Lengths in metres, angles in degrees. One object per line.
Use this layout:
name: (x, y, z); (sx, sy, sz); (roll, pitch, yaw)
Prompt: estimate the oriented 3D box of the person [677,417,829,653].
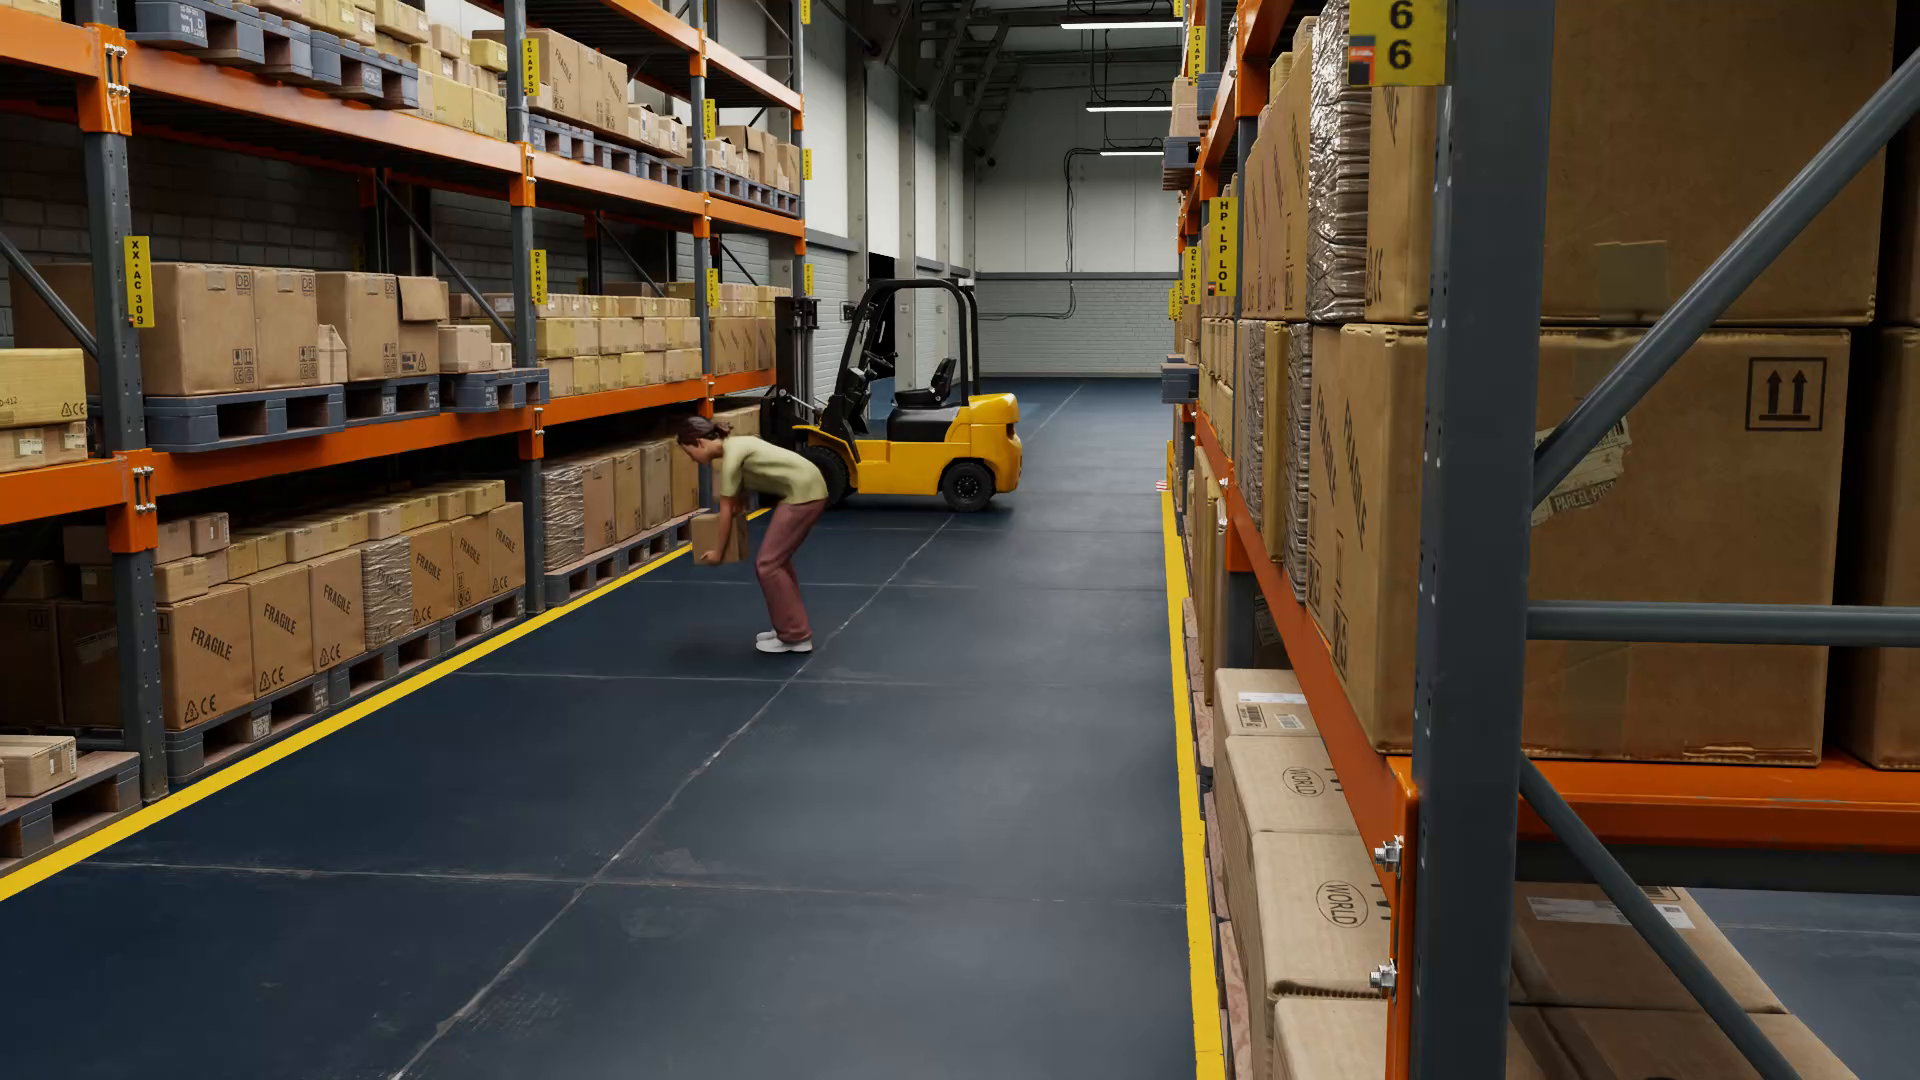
person: (-1.129, -0.036, 9.086); (0.819, 1.273, 0.418); (1, 8, 4)
